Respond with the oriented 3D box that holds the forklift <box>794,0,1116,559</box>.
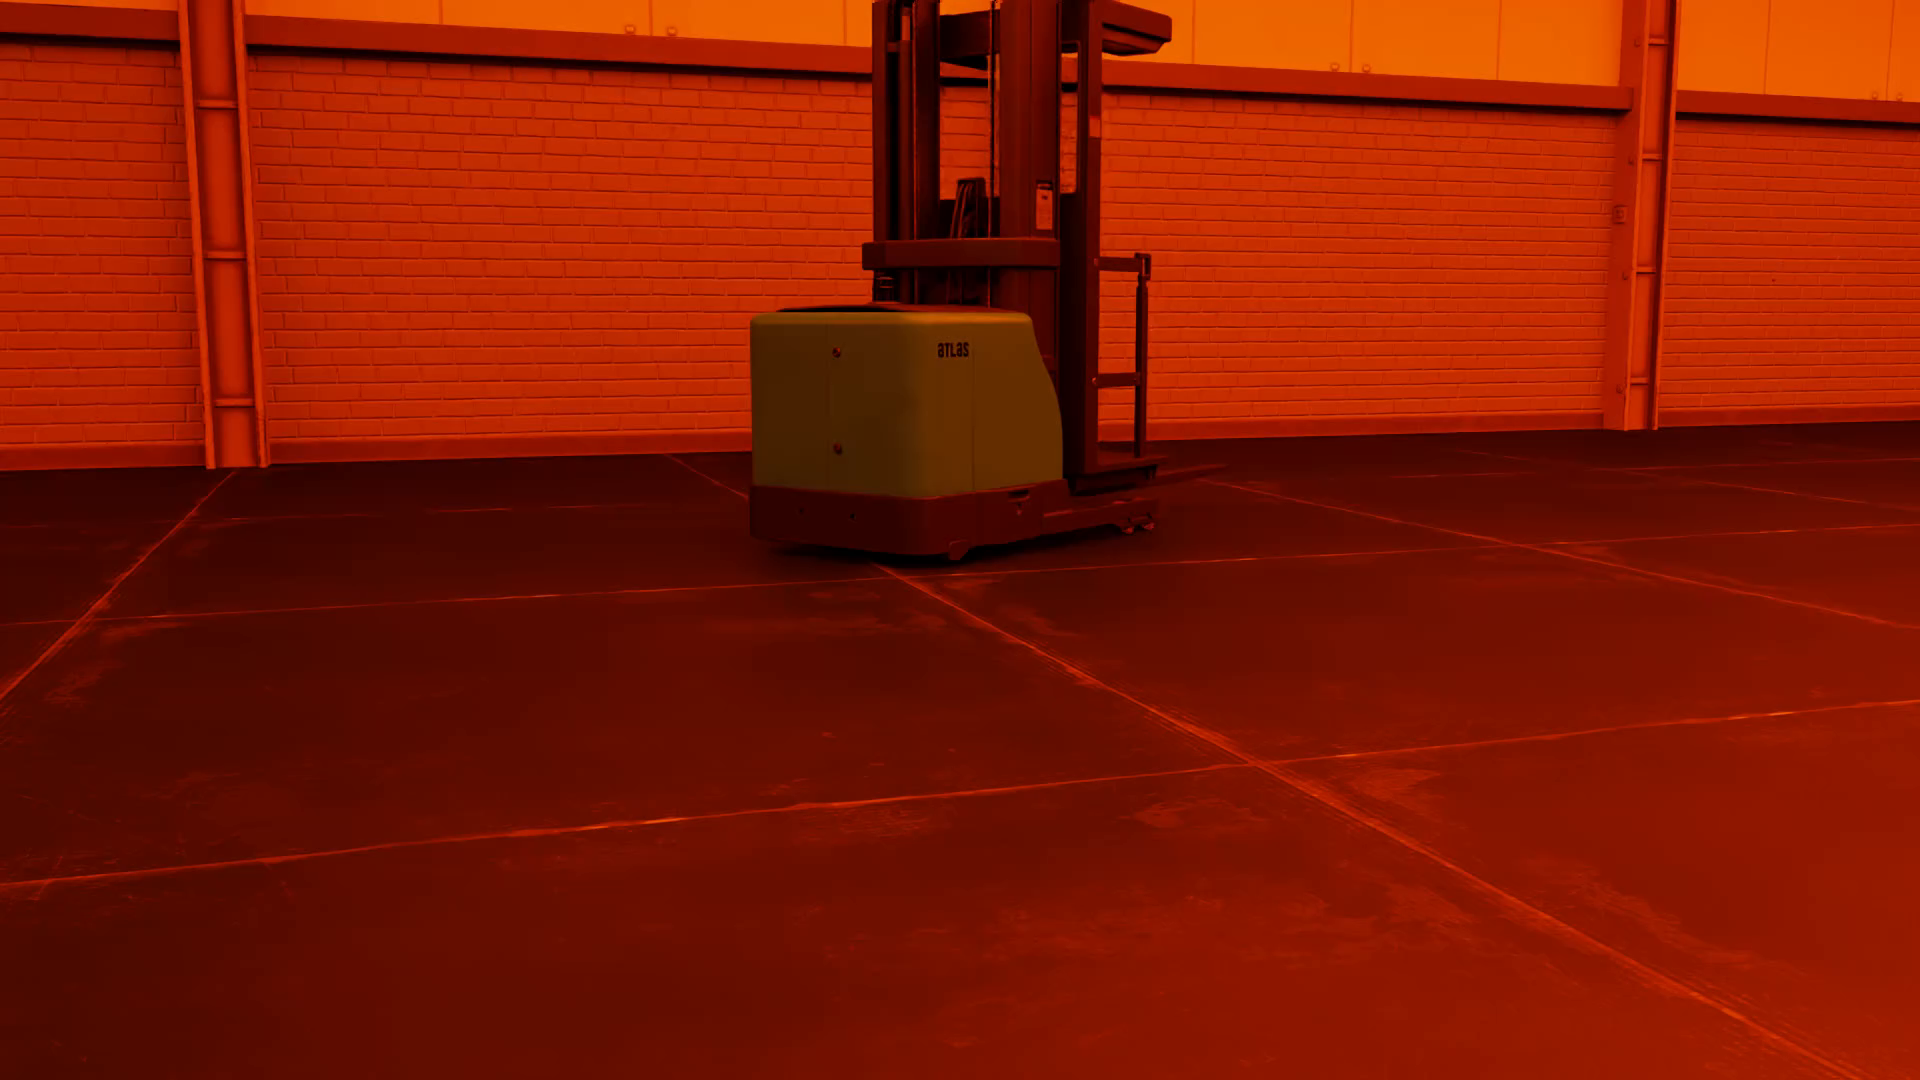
[{"bbox_3d":[-0.208,-1.530,8.294,1.130,2.935,3.031,-2,8,-15],"label":"forklift"}]
